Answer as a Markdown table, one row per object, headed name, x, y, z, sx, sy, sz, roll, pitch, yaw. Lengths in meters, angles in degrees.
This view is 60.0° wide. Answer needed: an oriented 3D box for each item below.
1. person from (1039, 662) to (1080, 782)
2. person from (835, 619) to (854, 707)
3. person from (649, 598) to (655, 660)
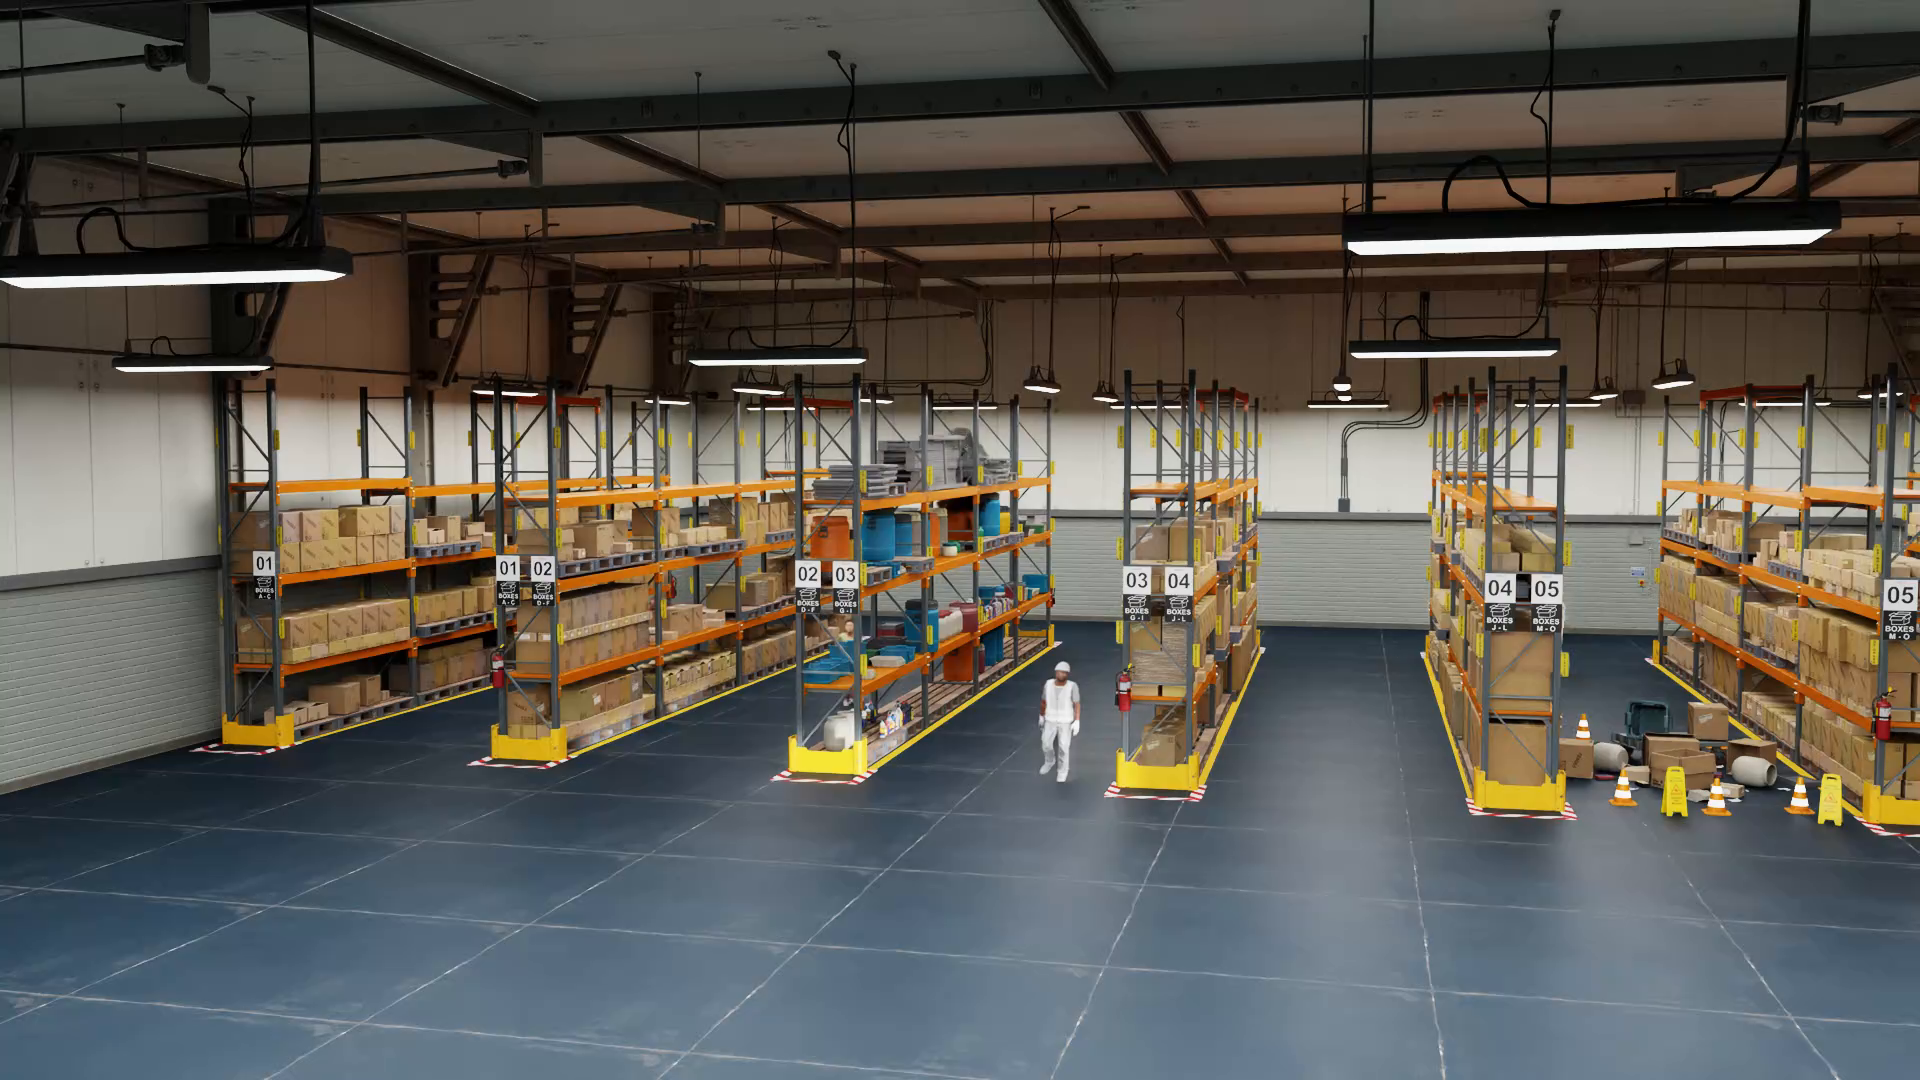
| name | x | y | z | sx | sy | sz | roll | pitch | yaw |
| --- | --- | --- | --- | --- | --- | --- | --- | --- | --- |
| person | 1.454 | 2.640 | 24.305 | 0.649 | 1.760 | 0.515 | 1 | 4 | 13 |
| person | -2.086 | 2.306 | 31.276 | 0.523 | 1.645 | 0.733 | 0 | 3 | -5 |
| person | -6.558 | 2.101 | 35.529 | 0.666 | 1.574 | 0.745 | 0 | 3 | 1 |
